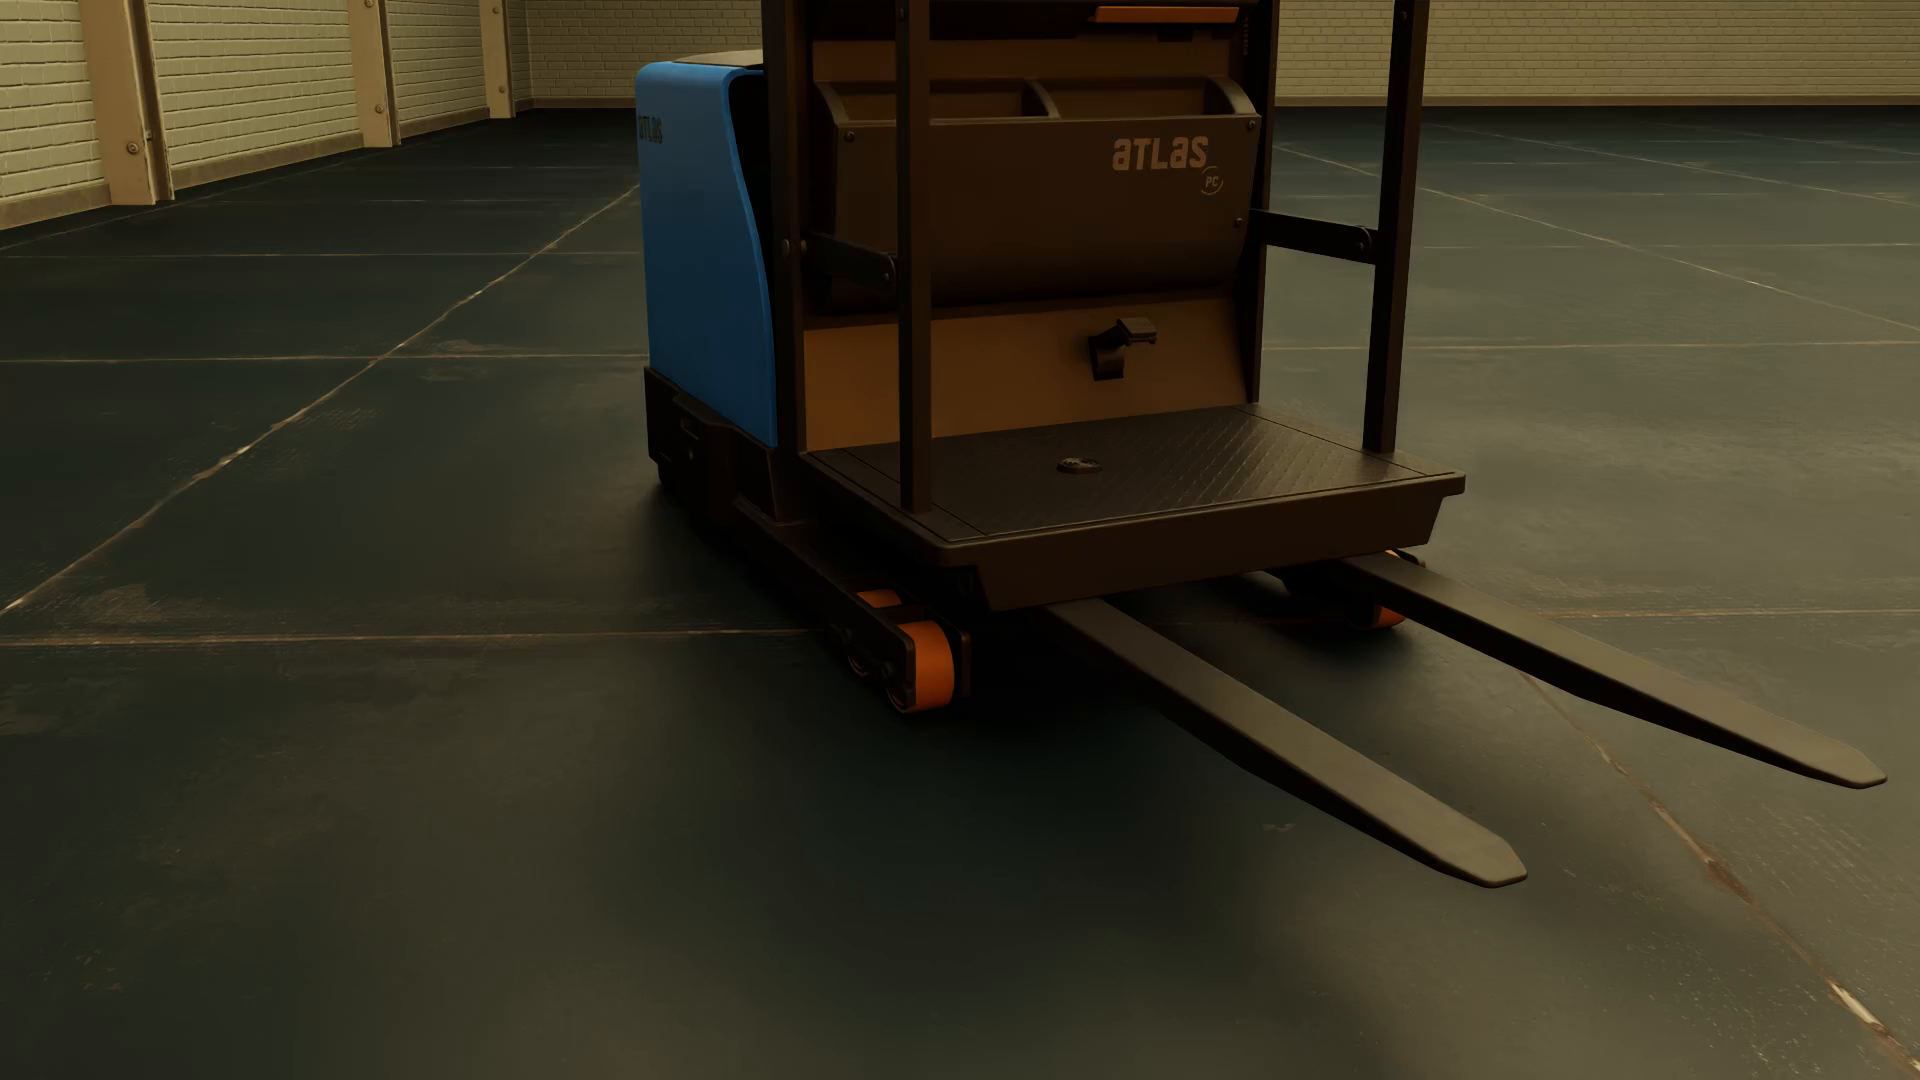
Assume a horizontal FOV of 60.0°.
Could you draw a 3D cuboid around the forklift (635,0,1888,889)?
[{"bbox_3d":[0.258,-1.240,2.962,1.130,2.935,3.031,-8,19,-24],"label":"forklift"}]
